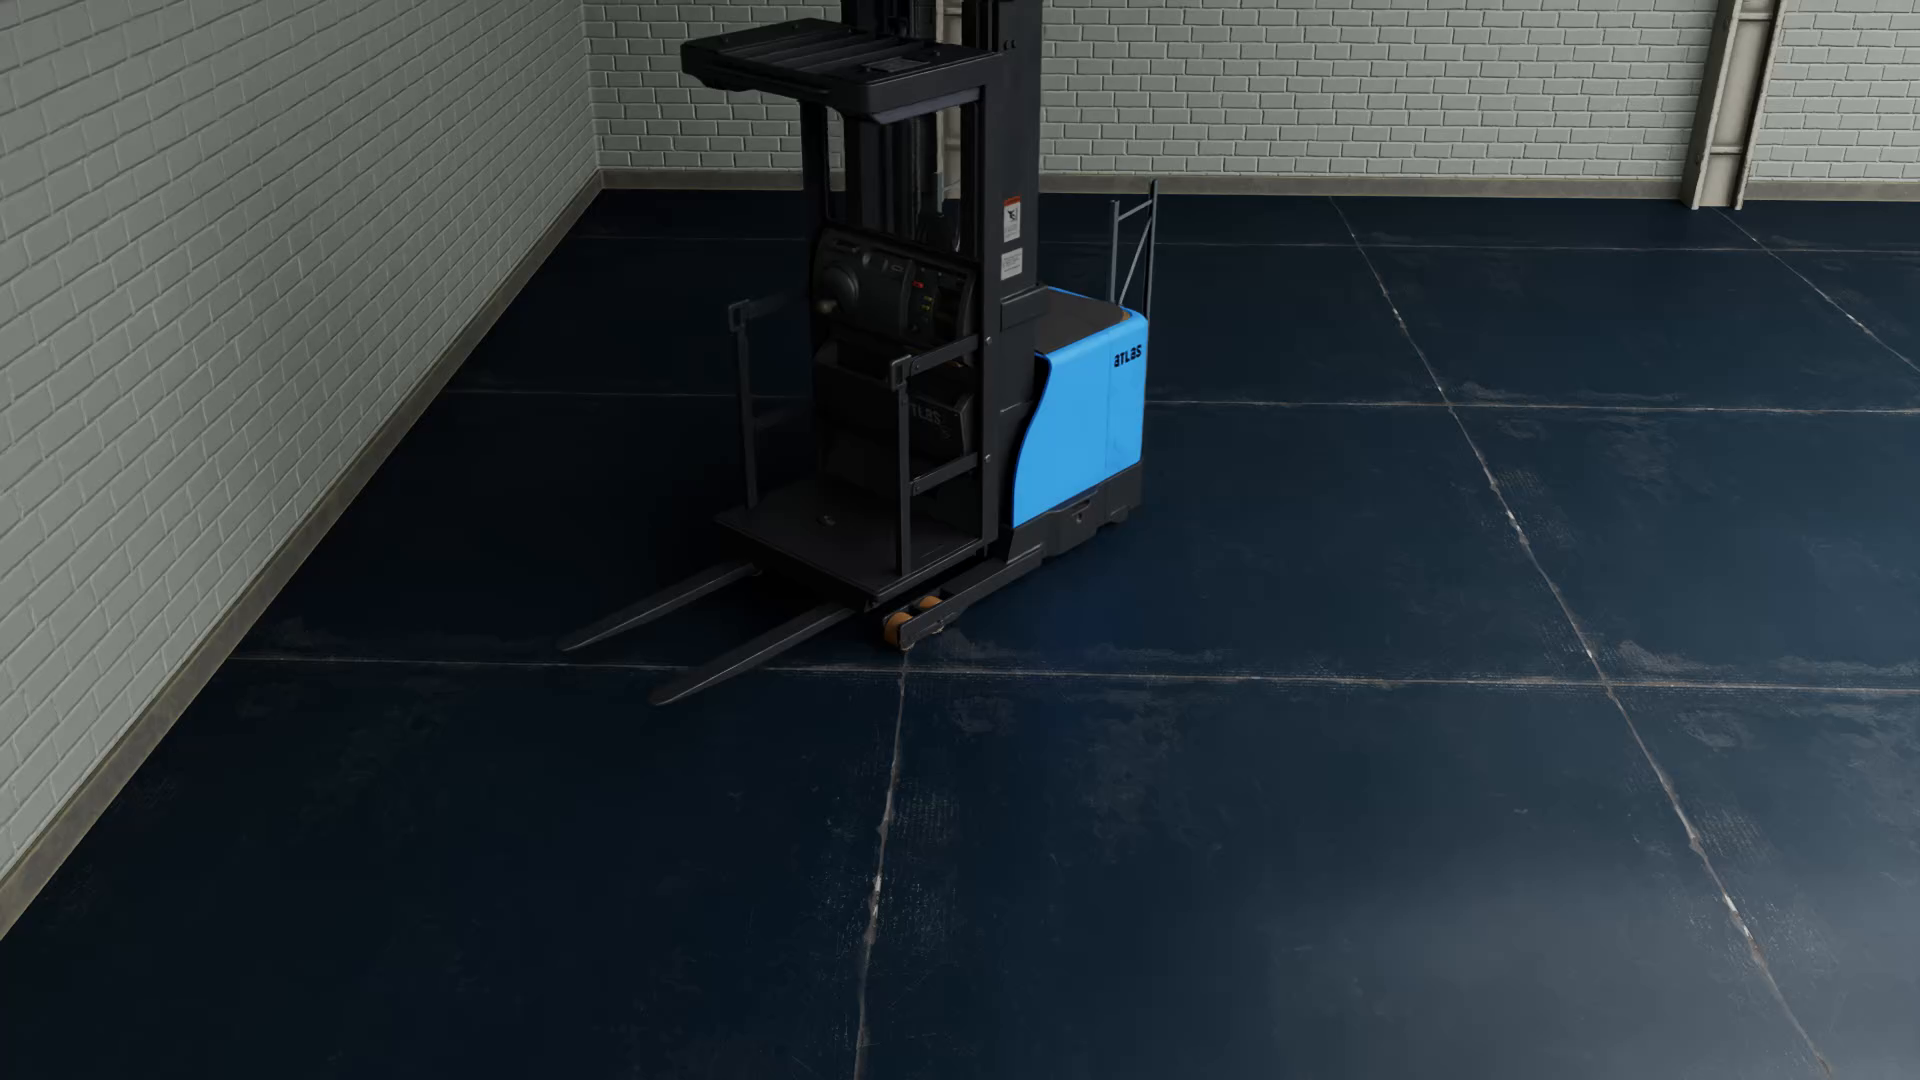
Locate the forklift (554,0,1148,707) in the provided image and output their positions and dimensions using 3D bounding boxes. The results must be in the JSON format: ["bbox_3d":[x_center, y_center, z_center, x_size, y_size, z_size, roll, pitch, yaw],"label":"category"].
[{"bbox_3d":[-0.435,-1.077,7.152,1.130,2.935,3.031,23,35,36],"label":"forklift"}]

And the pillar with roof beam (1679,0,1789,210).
[{"bbox_3d":[5.859,-4.658,7.429,0.400,9.000,9.100,1,28,2],"label":"pillar with roof beam"}]

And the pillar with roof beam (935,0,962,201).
[{"bbox_3d":[-0.137,-4.757,7.616,0.400,9.000,9.100,1,28,2],"label":"pillar with roof beam"}]

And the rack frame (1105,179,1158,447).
[{"bbox_3d":[0.872,-1.091,8.699,0.032,1.500,0.500,16,31,27],"label":"rack frame"}]

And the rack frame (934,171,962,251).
[{"bbox_3d":[-0.001,-1.335,9.159,0.032,1.500,0.500,16,31,27],"label":"rack frame"}]

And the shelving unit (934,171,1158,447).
[{"bbox_3d":[0.436,-1.213,8.929,1.048,1.500,0.538,16,31,27],"label":"shelving unit"}]
